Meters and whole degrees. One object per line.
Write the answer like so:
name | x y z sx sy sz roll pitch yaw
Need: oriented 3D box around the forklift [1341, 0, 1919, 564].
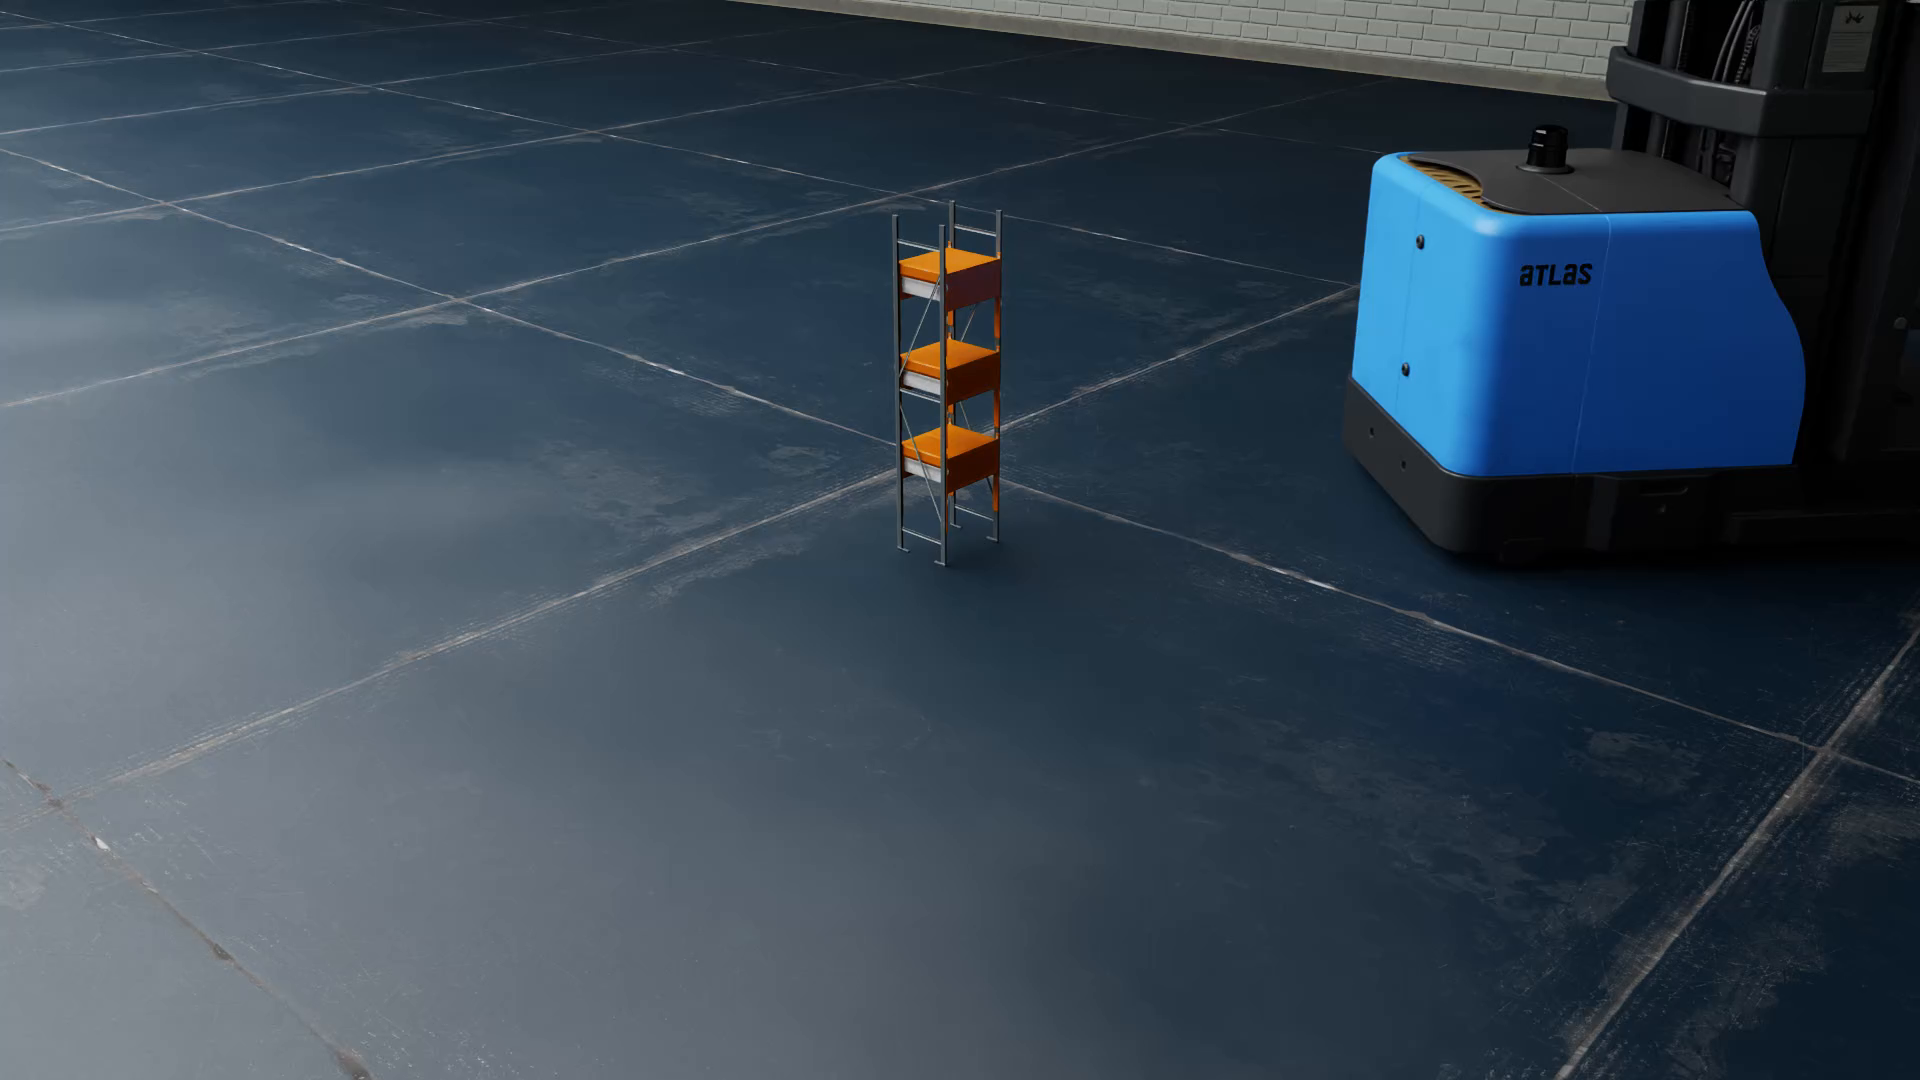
forklift | 2.892 -1.508 5.031 3.031 2.935 1.130 -3 24 -6

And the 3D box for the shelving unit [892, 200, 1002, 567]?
shelving unit | -0.036 -0.463 4.999 0.215 1.050 0.252 20 31 38

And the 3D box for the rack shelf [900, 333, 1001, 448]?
rack shelf | -0.036 -0.453 5.003 0.215 0.259 0.240 20 31 38

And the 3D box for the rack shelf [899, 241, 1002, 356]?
rack shelf | -0.036 -0.712 4.887 0.215 0.259 0.240 20 31 38

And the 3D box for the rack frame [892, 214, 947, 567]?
rack frame | -0.117 -0.426 4.916 0.200 1.050 0.008 20 31 38

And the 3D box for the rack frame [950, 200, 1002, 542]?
rack frame | 0.046 -0.500 5.082 0.200 1.050 0.008 20 31 38

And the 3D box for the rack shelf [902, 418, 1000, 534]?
rack shelf | -0.036 -0.199 5.117 0.215 0.259 0.240 20 31 38
